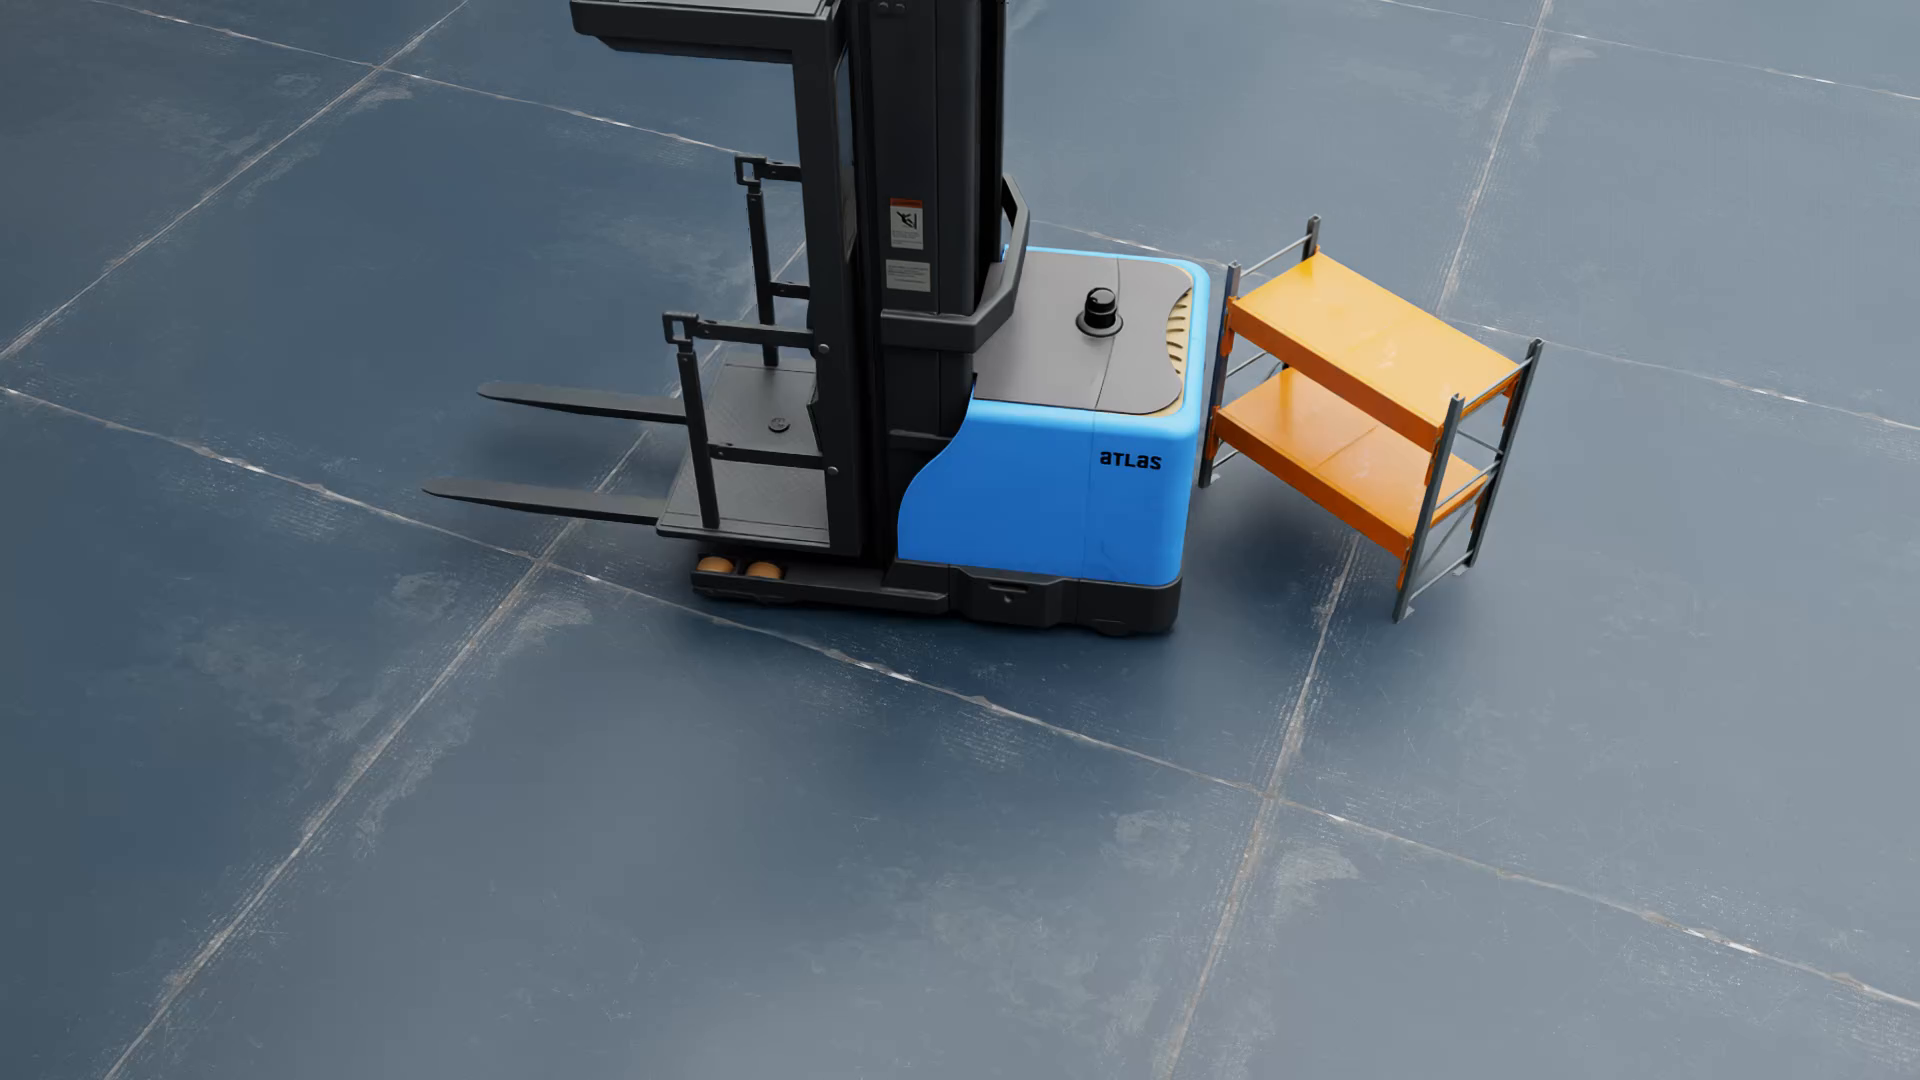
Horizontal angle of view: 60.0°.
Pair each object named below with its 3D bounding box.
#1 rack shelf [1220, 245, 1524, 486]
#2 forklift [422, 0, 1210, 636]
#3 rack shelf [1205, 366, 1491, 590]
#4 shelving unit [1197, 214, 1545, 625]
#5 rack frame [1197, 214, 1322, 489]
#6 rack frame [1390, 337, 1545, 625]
[{"bbox_3d":[1.530,-0.672,6.213,0.538,0.278,1.000,-32,53,-28],"label":"rack shelf"},{"bbox_3d":[-0.603,-1.155,5.832,3.031,2.935,1.130,6,45,6],"label":"forklift"},{"bbox_3d":[1.530,-0.292,6.592,0.538,0.278,1.000,-32,53,-28],"label":"rack shelf"},{"bbox_3d":[1.530,-0.465,6.420,0.538,1.125,1.048,-32,53,-28],"label":"shelving unit"},{"bbox_3d":[1.195,-0.735,6.691,0.500,1.125,0.032,-32,53,-28],"label":"rack frame"},{"bbox_3d":[1.864,-0.195,6.148,0.500,1.125,0.032,-32,53,-28],"label":"rack frame"}]
